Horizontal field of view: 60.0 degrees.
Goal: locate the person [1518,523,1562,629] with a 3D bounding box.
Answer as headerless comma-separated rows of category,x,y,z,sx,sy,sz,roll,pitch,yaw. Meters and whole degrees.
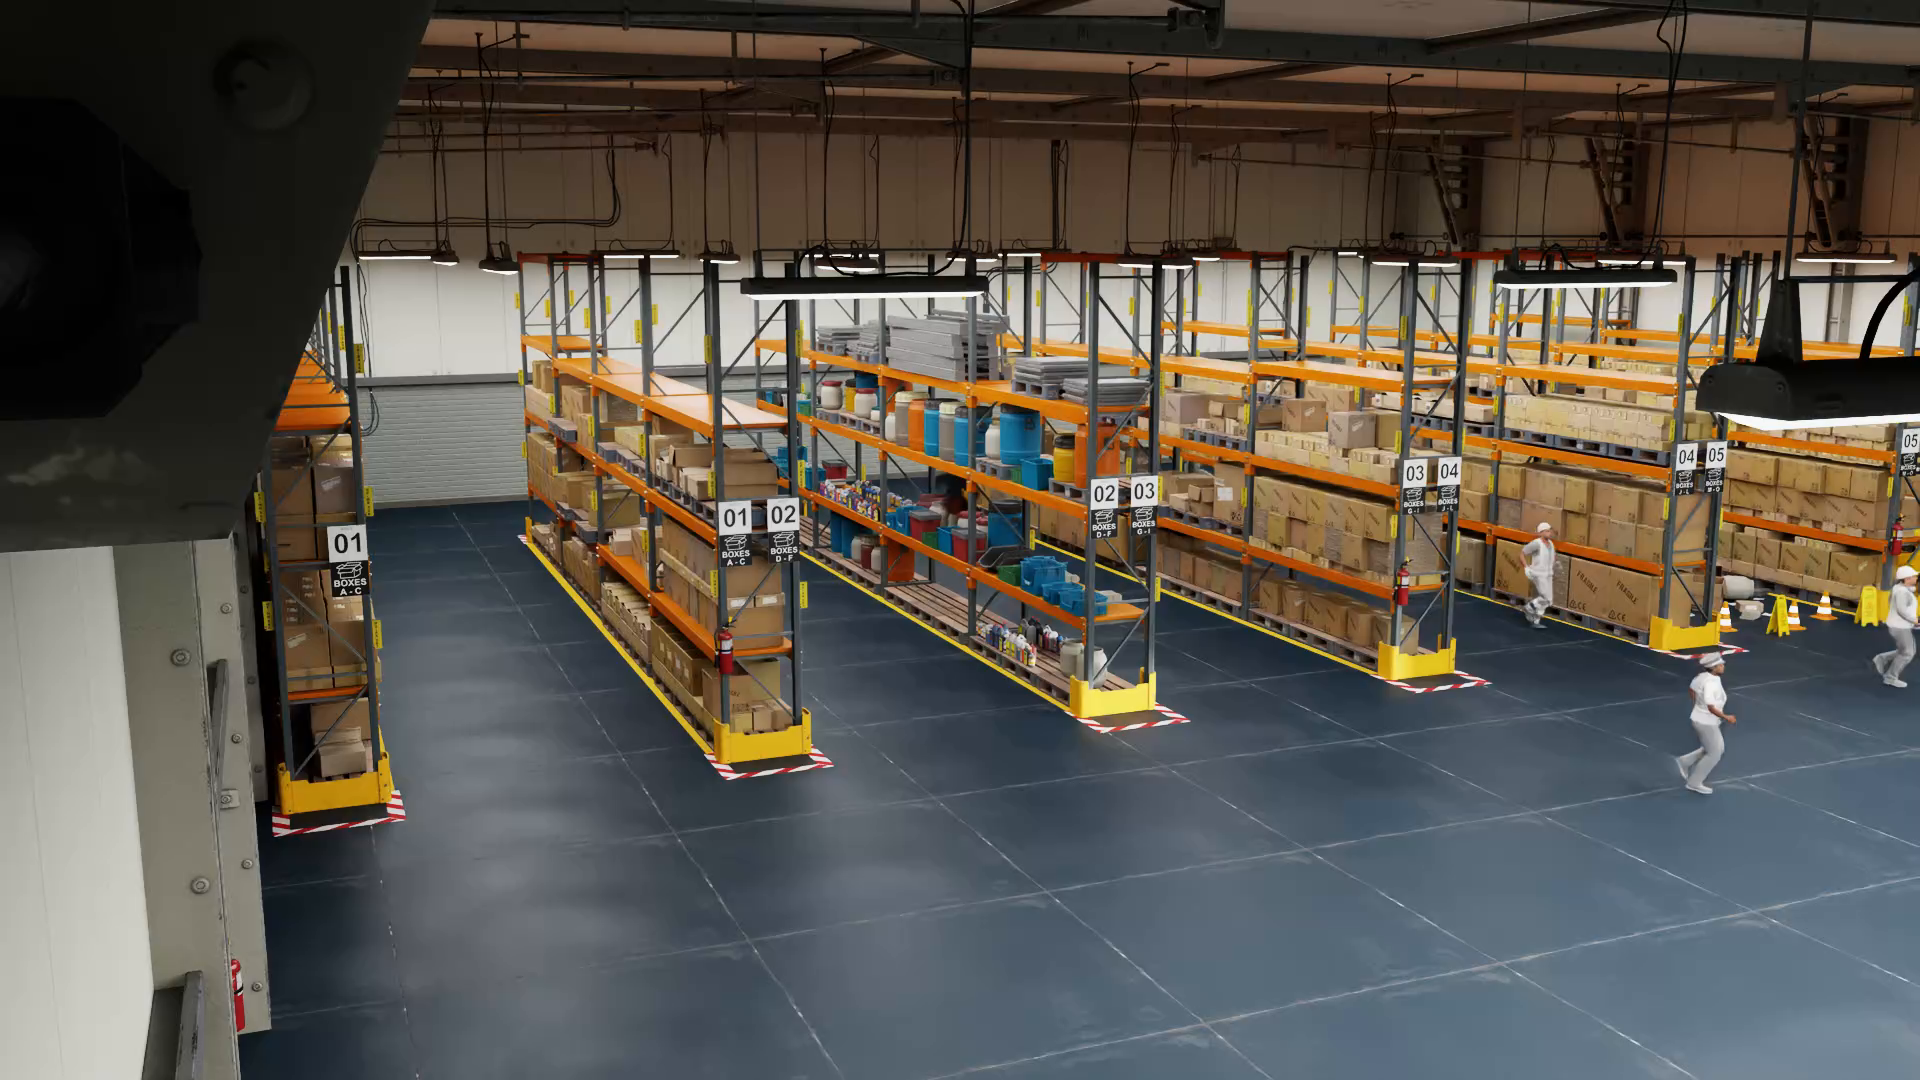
person,9.467,0.592,26.956,0.665,1.749,0.576,-7,12,-33

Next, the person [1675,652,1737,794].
person,8.580,2.084,19.091,0.584,1.663,0.603,2,11,12

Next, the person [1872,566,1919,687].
person,13.361,1.213,23.626,0.599,1.731,0.692,5,11,24

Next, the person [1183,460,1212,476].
person,5.948,-2.139,42.070,0.896,1.647,0.592,-4,11,-23
